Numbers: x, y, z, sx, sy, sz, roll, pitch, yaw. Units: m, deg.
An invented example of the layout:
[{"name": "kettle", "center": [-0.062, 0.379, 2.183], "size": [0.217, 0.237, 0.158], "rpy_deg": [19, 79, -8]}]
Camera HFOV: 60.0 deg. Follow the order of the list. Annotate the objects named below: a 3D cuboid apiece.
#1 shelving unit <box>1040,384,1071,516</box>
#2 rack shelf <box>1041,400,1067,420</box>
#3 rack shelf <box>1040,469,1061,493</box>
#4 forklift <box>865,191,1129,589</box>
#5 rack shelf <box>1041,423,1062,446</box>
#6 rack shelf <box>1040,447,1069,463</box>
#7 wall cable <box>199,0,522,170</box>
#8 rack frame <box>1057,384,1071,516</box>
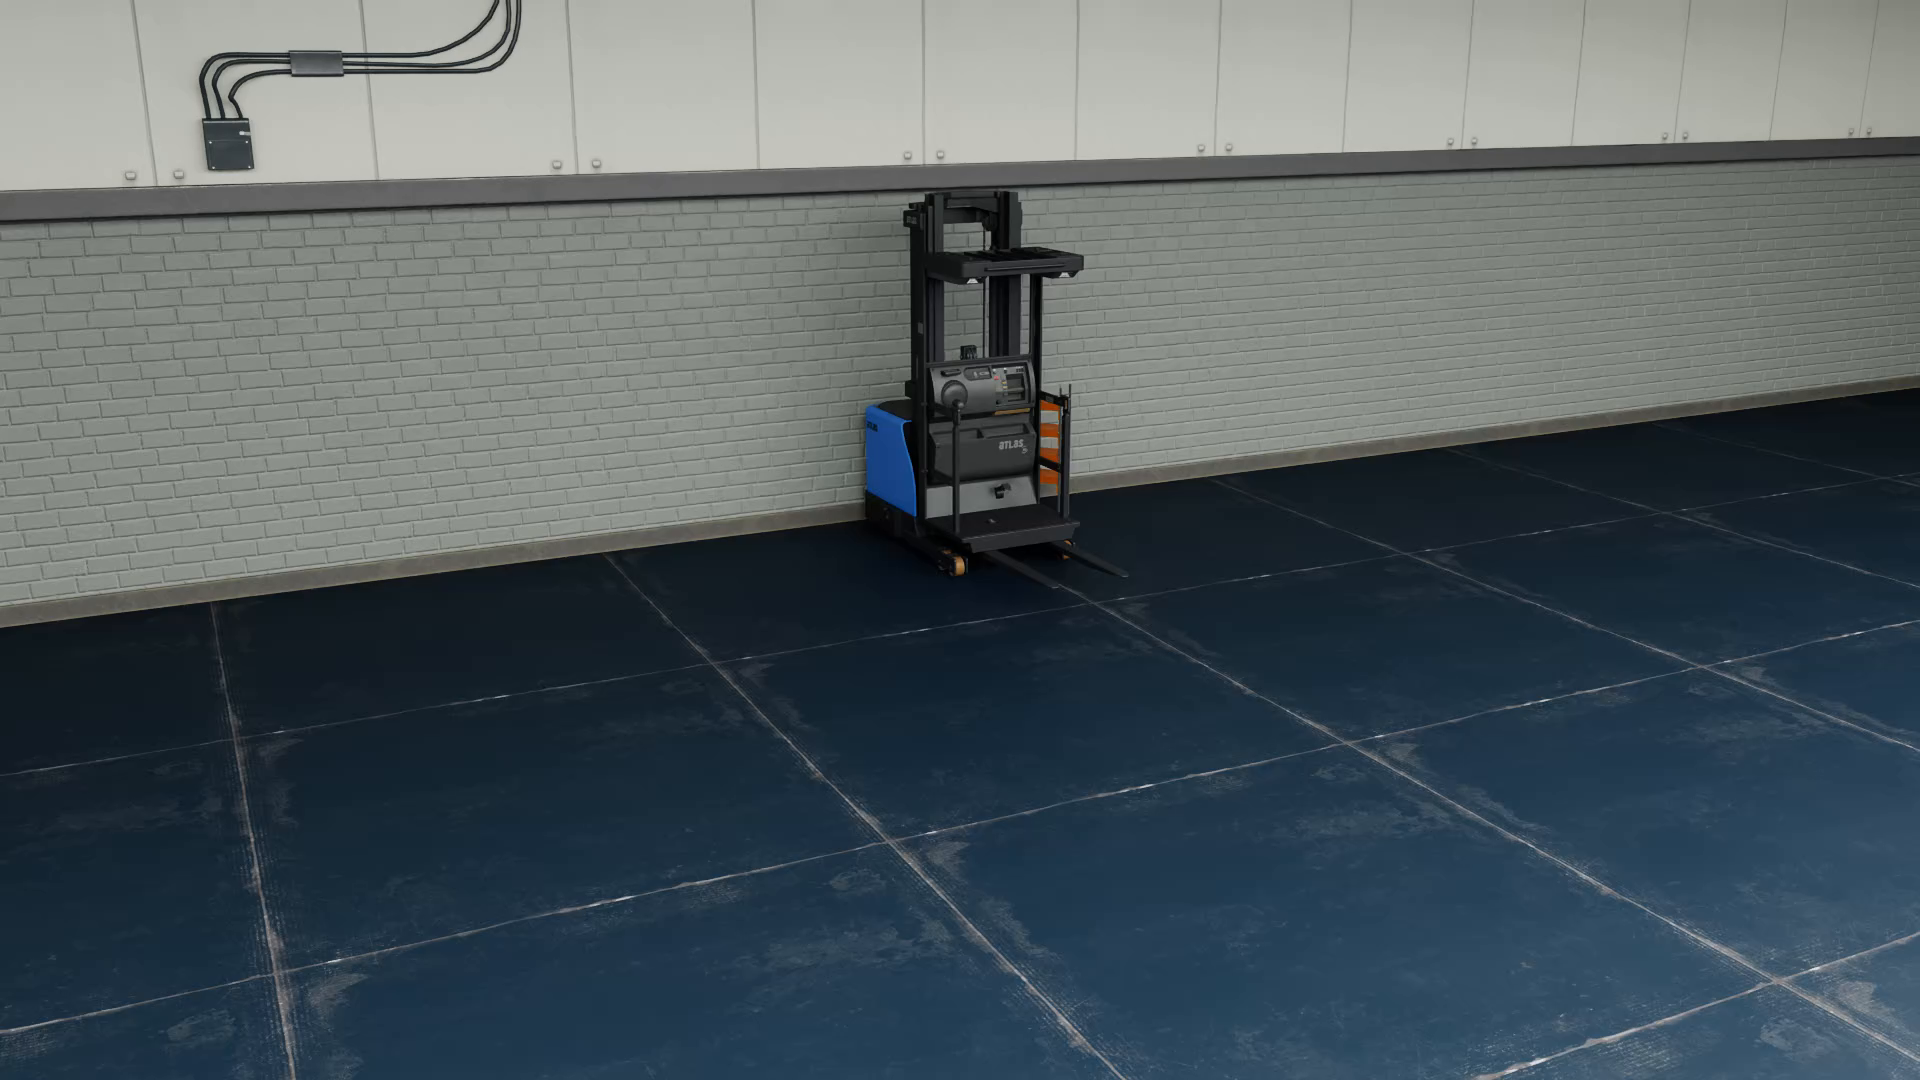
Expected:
[{"name": "shelving unit", "center": [0.708, -0.807, 14.887], "size": [0.503, 1.200, 0.258], "rpy_deg": [8, 18, 25]}, {"name": "rack shelf", "center": [0.708, -1.185, 14.779], "size": [0.480, 0.148, 0.258], "rpy_deg": [8, 18, 25]}, {"name": "rack shelf", "center": [0.708, -0.551, 14.961], "size": [0.480, 0.148, 0.258], "rpy_deg": [8, 18, 25]}, {"name": "forklift", "center": [0.286, -1.256, 13.312], "size": [1.130, 2.935, 3.031], "rpy_deg": [-8, 18, -26]}, {"name": "rack shelf", "center": [0.708, -0.957, 14.844], "size": [0.480, 0.148, 0.258], "rpy_deg": [8, 18, 25]}, {"name": "rack shelf", "center": [0.708, -0.742, 14.906], "size": [0.480, 0.148, 0.258], "rpy_deg": [8, 18, 25]}, {"name": "wall cable", "center": [-4.322, -5.664, 11.510], "size": [2.305, 6.003, 0.169], "rpy_deg": [-8, 18, -25]}, {"name": "rack frame", "center": [0.928, -0.778, 14.785], "size": [0.015, 1.200, 0.240], "rpy_deg": [8, 18, 25]}]
